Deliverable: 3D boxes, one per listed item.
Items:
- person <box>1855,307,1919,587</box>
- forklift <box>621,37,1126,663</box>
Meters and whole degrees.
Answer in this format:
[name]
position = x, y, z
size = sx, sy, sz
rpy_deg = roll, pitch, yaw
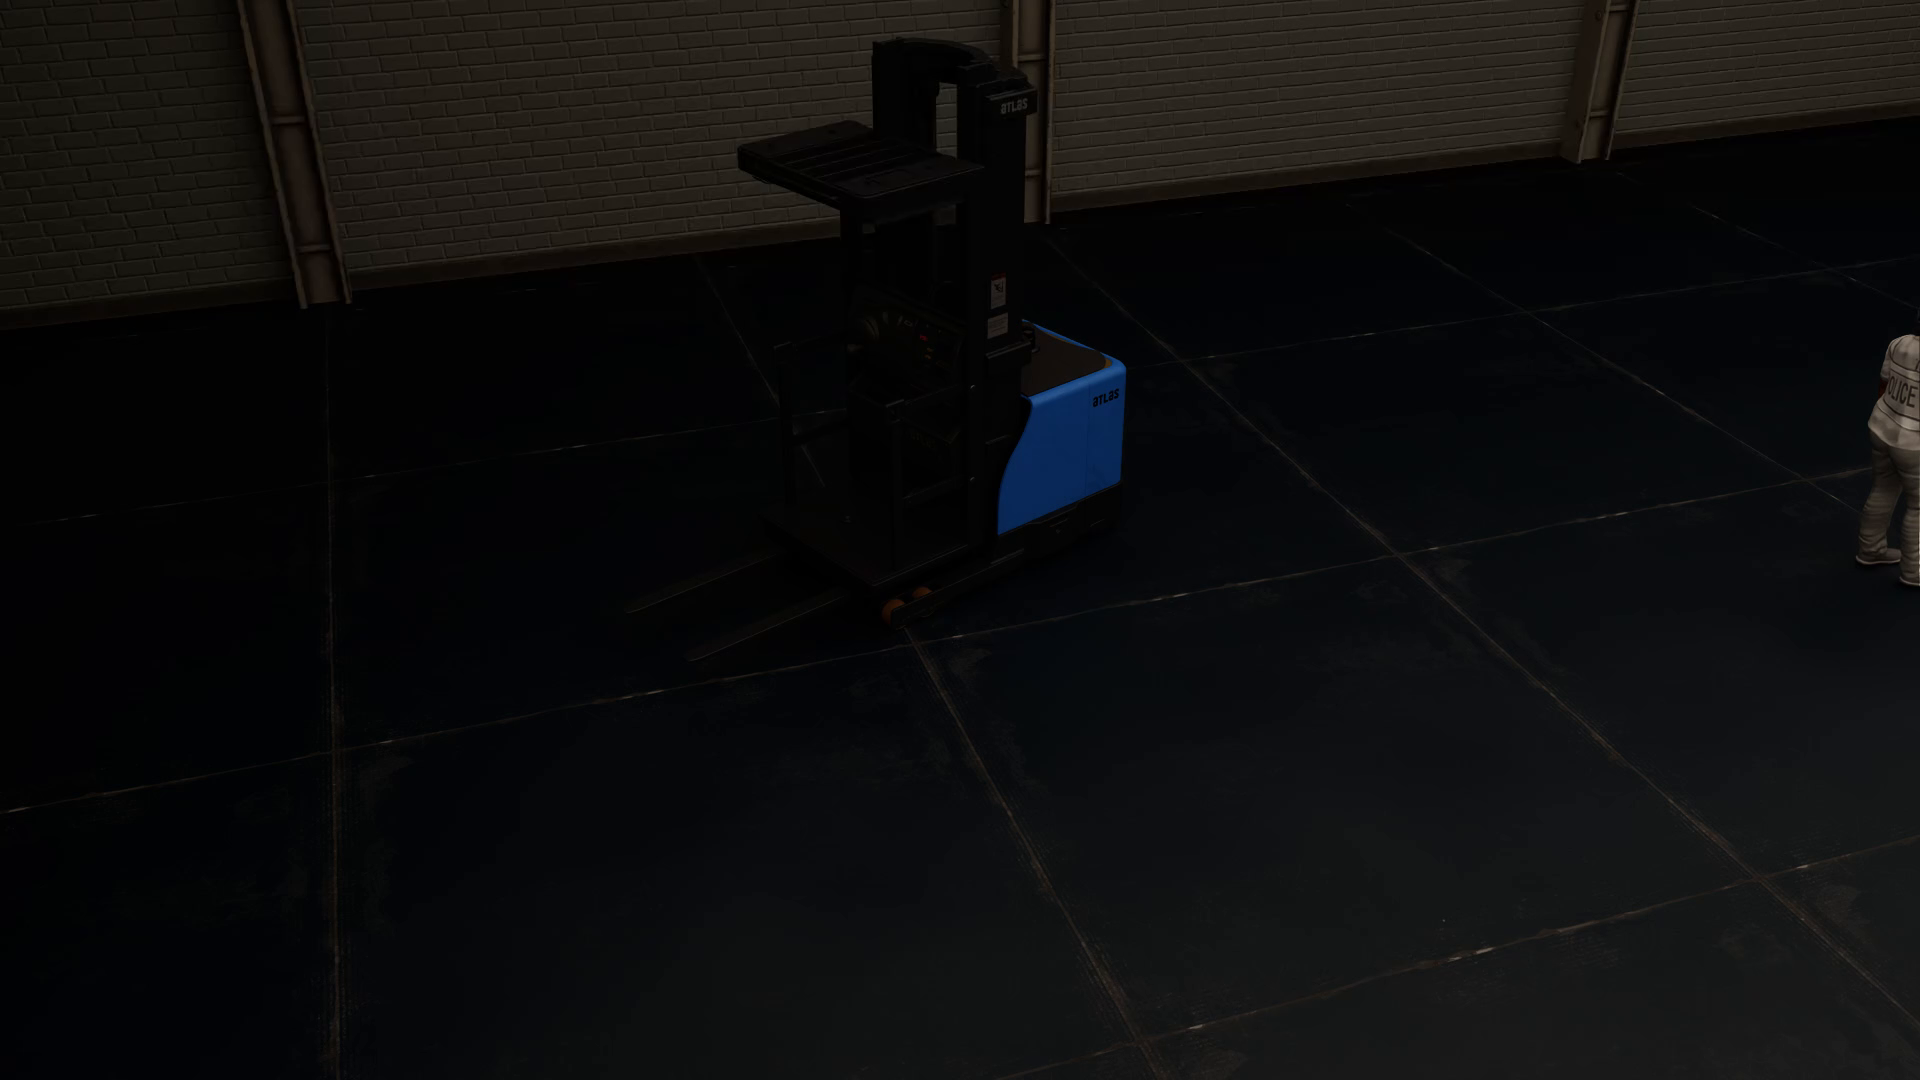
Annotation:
[person]
position = 5.412, -0.568, 9.328
size = 0.530, 1.669, 0.598
rpy_deg = -4, 30, -7
[forklift]
position = -0.461, -1.072, 8.951
size = 3.031, 2.935, 1.130
rpy_deg = -23, 37, -34
